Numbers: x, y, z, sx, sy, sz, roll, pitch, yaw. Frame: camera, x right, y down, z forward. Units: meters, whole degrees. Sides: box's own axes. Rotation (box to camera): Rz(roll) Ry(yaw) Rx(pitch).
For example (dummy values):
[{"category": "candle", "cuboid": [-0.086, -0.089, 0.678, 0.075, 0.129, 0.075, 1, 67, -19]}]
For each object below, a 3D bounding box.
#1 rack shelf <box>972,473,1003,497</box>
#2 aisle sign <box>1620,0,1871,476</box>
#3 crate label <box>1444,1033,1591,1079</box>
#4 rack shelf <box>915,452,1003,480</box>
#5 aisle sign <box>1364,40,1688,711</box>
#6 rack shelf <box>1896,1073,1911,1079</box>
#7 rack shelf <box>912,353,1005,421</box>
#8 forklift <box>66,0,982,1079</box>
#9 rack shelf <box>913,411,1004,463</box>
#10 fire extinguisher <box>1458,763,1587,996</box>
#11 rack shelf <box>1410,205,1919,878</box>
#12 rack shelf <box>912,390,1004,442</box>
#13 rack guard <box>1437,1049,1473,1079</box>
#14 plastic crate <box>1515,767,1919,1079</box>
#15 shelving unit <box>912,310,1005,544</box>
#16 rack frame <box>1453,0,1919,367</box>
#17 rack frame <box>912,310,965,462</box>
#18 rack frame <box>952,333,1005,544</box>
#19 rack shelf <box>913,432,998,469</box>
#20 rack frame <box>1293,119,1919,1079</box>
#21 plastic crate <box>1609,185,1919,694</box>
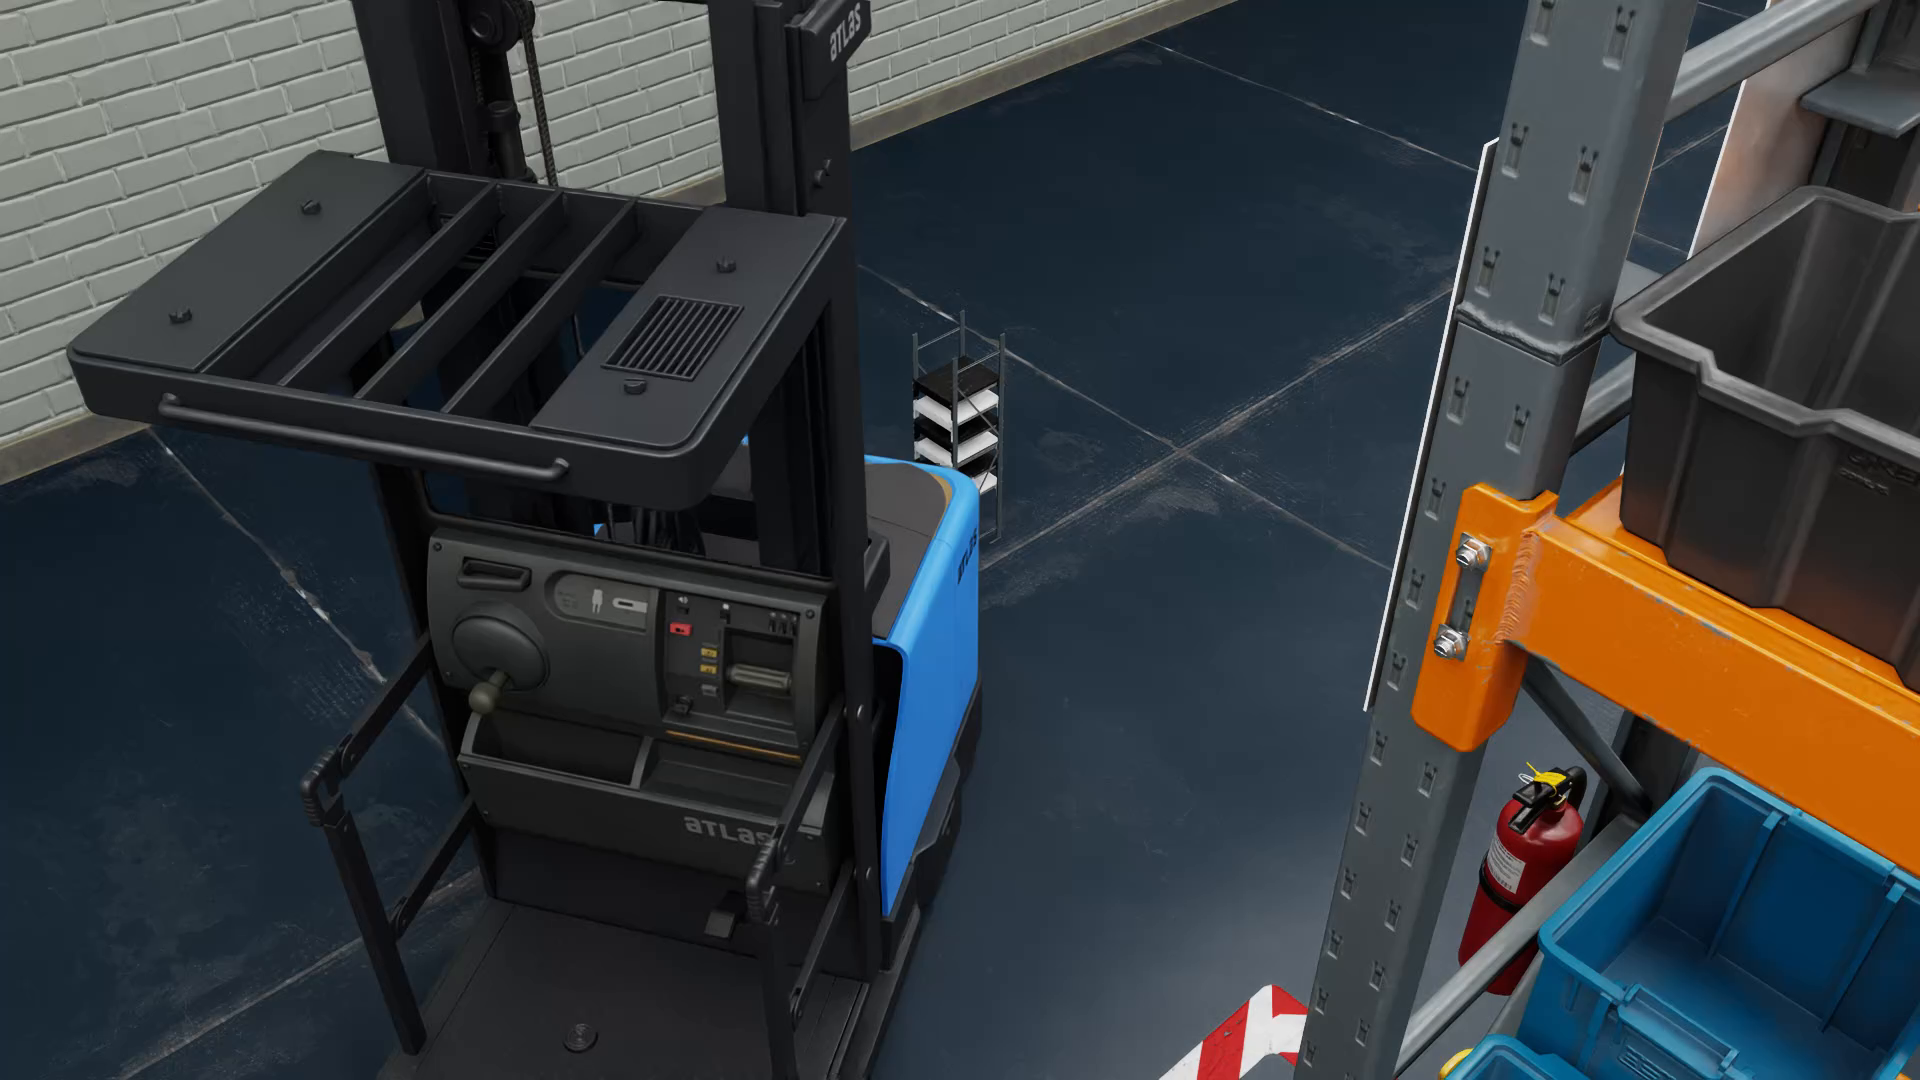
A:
[{"category": "rack shelf", "cuboid": [-0.005, -0.188, 6.106, 0.258, 0.077, 0.200, -30, 48, -32]}, {"category": "aisle sign", "cuboid": [1.102, -0.420, 2.314, 0.394, 0.787, 0.004, -30, 48, -32]}, {"category": "crate label", "cuboid": [0.859, 1.045, 2.654, 0.416, 0.233, 0.303, -30, 48, -32]}, {"category": "rack shelf", "cuboid": [-0.005, -0.258, 6.049, 0.258, 0.077, 0.200, -30, 48, -32]}, {"category": "aisle sign", "cuboid": [0.668, -0.169, 2.003, 0.394, 0.787, 0.004, -30, 48, -32]}, {"category": "rack shelf", "cuboid": [2.288, 1.955, 2.015, 1.077, 0.370, 4.000, -30, 48, -32]}, {"category": "rack shelf", "cuboid": [-0.005, -0.538, 5.823, 0.258, 0.077, 0.200, -30, 48, -32]}, {"category": "forklift", "cuboid": [-0.805, 0.313, 3.530, 1.130, 2.935, 3.031, 10, 40, 12]}, {"category": "rack shelf", "cuboid": [-0.005, -0.398, 5.936, 0.258, 0.077, 0.200, -30, 48, -32]}, {"category": "fire extinguisher", "cuboid": [1.168, 0.661, 3.402, 0.296, 0.674, 0.183, -30, 48, -32]}, {"category": "rack shelf", "cuboid": [2.288, 0.788, 1.073, 1.077, 0.370, 4.000, -30, 48, -32]}, {"category": "rack shelf", "cuboid": [-0.005, -0.468, 5.880, 0.258, 0.077, 0.200, -30, 48, -32]}, {"category": "rack guard", "cuboid": [0.909, 1.716, 3.727, 1.175, 0.500, 0.348, -30, 48, -32]}, {"category": "plastic crate", "cuboid": [1.299, 0.788, 2.811, 0.616, 0.435, 0.499, -30, 48, -32]}, {"category": "shelving unit", "cuboid": [-0.005, -0.354, 5.972, 0.258, 0.900, 0.210, -30, 48, -32]}, {"category": "rack frame", "cuboid": [0.935, -1.585, 1.050, 1.000, 3.000, 0.127, -30, 48, -32]}, {"category": "rack frame", "cuboid": [-0.074, -0.401, 6.030, 0.240, 0.900, 0.006, -30, 48, -32]}, {"category": "rack frame", "cuboid": [0.063, -0.307, 5.914, 0.240, 0.900, 0.006, -30, 48, -32]}, {"category": "rack shelf", "cuboid": [-0.005, -0.328, 5.993, 0.258, 0.077, 0.200, -30, 48, -32]}, {"category": "rack frame", "cuboid": [0.935, 0.749, 2.935, 1.000, 3.000, 0.127, -30, 48, -32]}, {"category": "plastic crate", "cuboid": [0.990, -0.070, 1.666, 0.497, 0.269, 0.590, -30, 48, -32]}]
